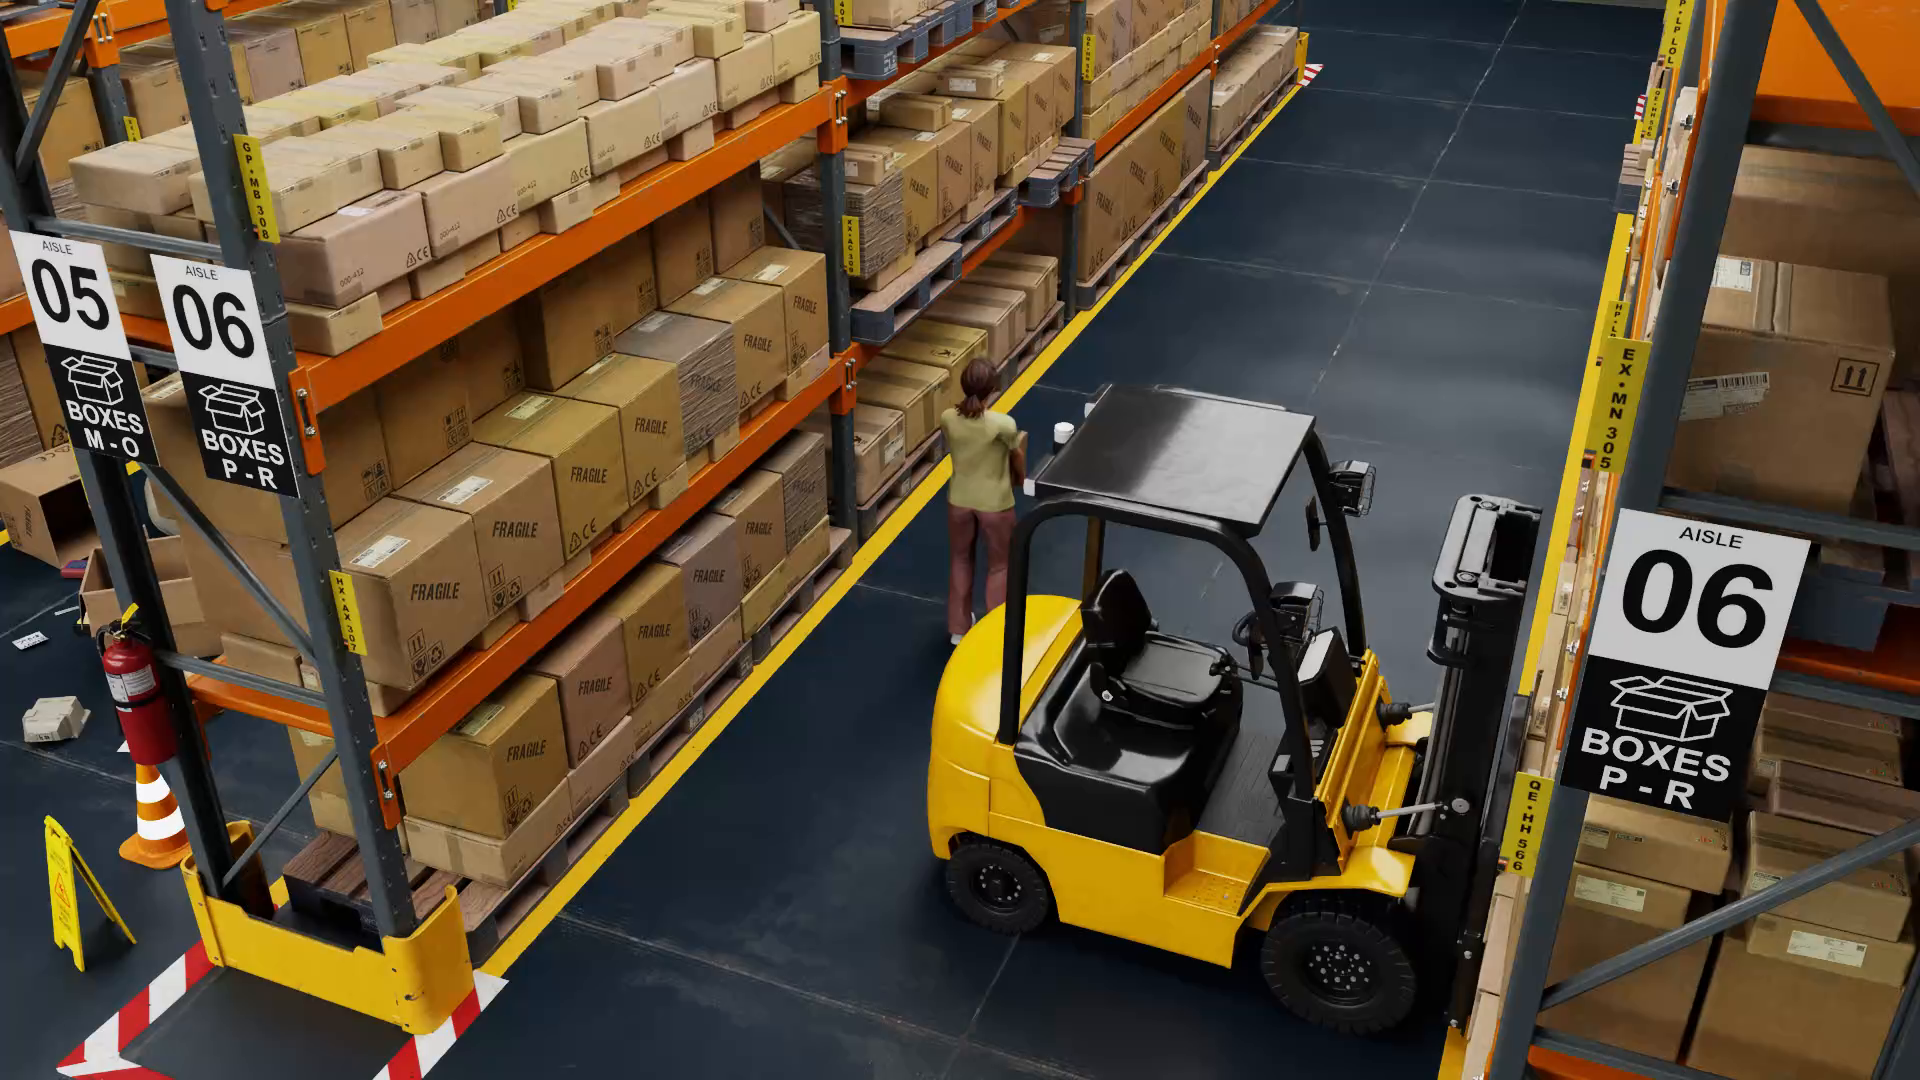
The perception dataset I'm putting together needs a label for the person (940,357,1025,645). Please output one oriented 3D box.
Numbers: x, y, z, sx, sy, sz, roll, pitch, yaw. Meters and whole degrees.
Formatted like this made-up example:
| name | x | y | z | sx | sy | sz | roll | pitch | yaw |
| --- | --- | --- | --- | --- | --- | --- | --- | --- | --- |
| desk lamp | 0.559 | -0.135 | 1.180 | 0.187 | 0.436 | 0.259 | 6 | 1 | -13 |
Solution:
| name | x | y | z | sx | sy | sz | roll | pitch | yaw |
| --- | --- | --- | --- | --- | --- | --- | --- | --- | --- |
| person | 0.129 | -0.220 | 8.792 | 0.406 | 1.668 | 0.517 | 10 | 31 | 16 |
